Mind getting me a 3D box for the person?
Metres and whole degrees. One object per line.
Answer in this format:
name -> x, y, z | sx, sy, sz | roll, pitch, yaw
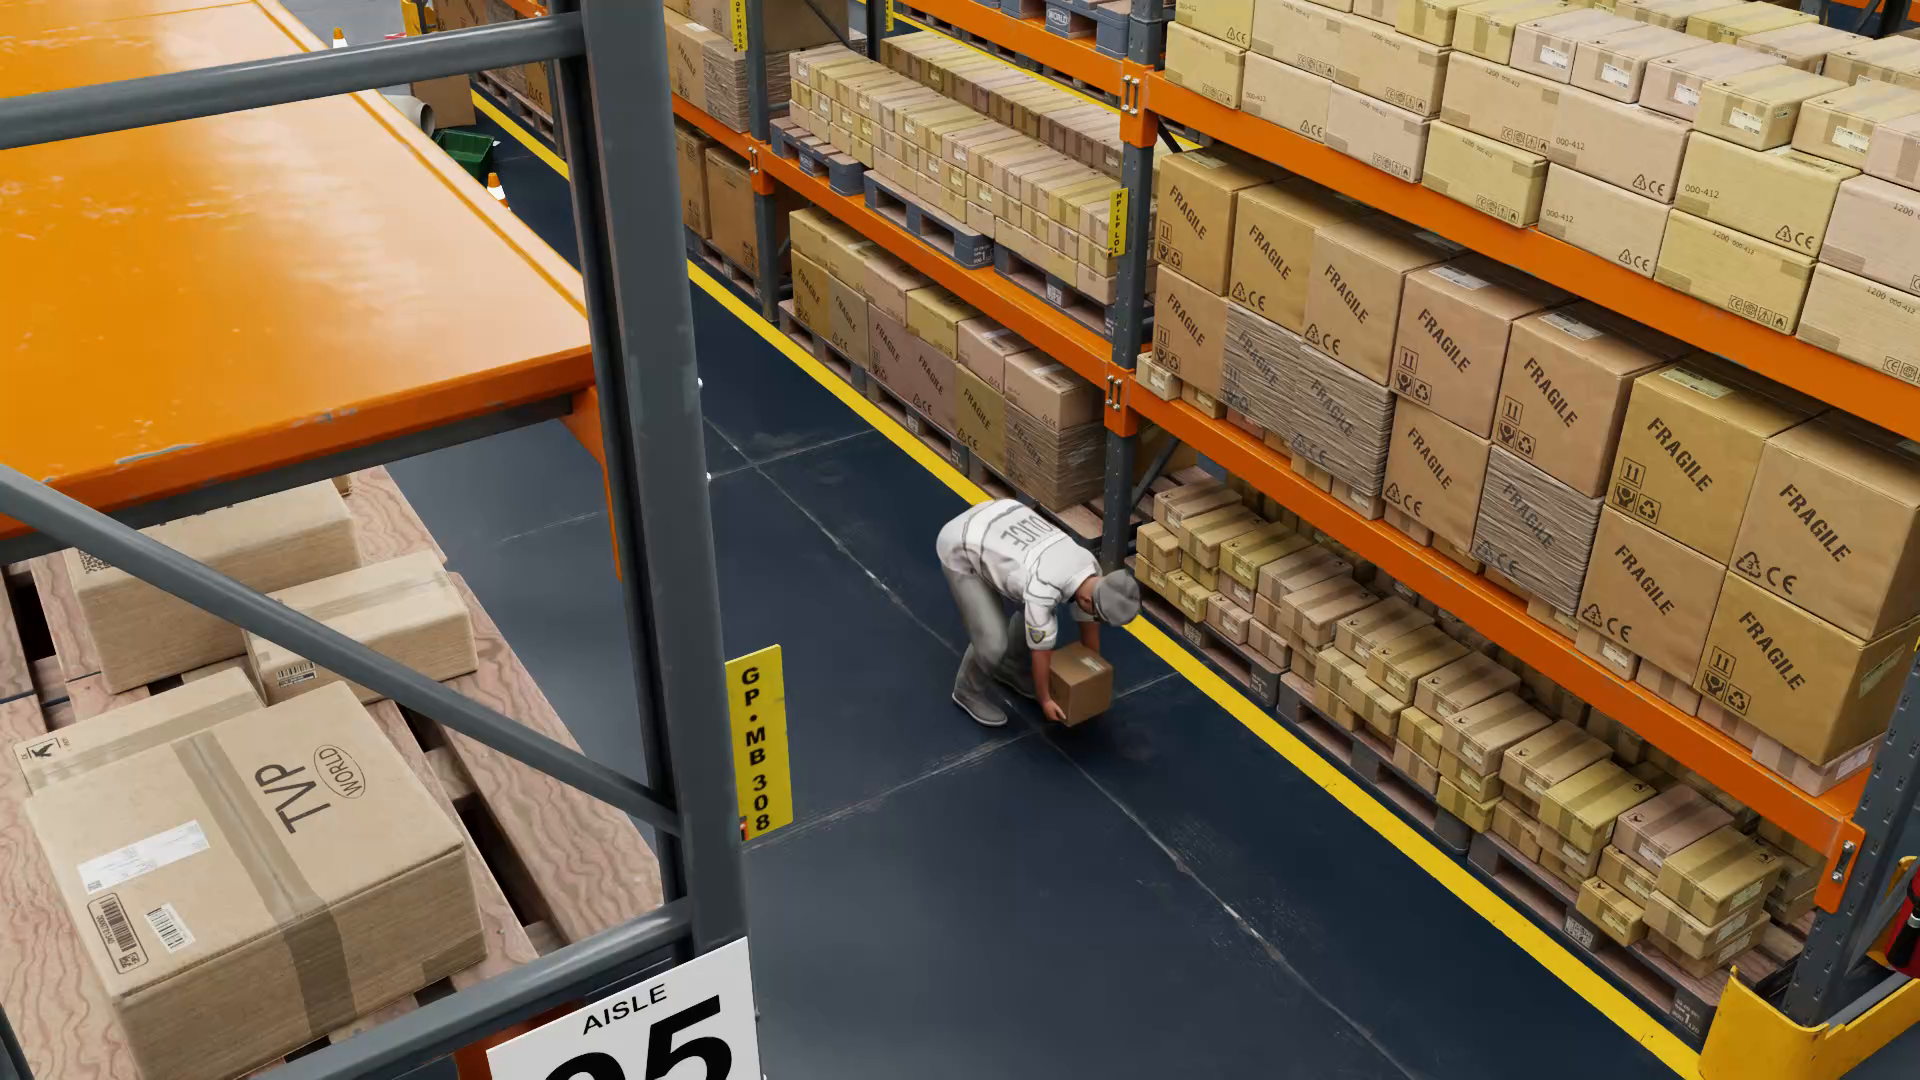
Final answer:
person -> 0.360, 0.400, 7.698 | 1.044, 1.081, 0.514 | 25, 40, 34
